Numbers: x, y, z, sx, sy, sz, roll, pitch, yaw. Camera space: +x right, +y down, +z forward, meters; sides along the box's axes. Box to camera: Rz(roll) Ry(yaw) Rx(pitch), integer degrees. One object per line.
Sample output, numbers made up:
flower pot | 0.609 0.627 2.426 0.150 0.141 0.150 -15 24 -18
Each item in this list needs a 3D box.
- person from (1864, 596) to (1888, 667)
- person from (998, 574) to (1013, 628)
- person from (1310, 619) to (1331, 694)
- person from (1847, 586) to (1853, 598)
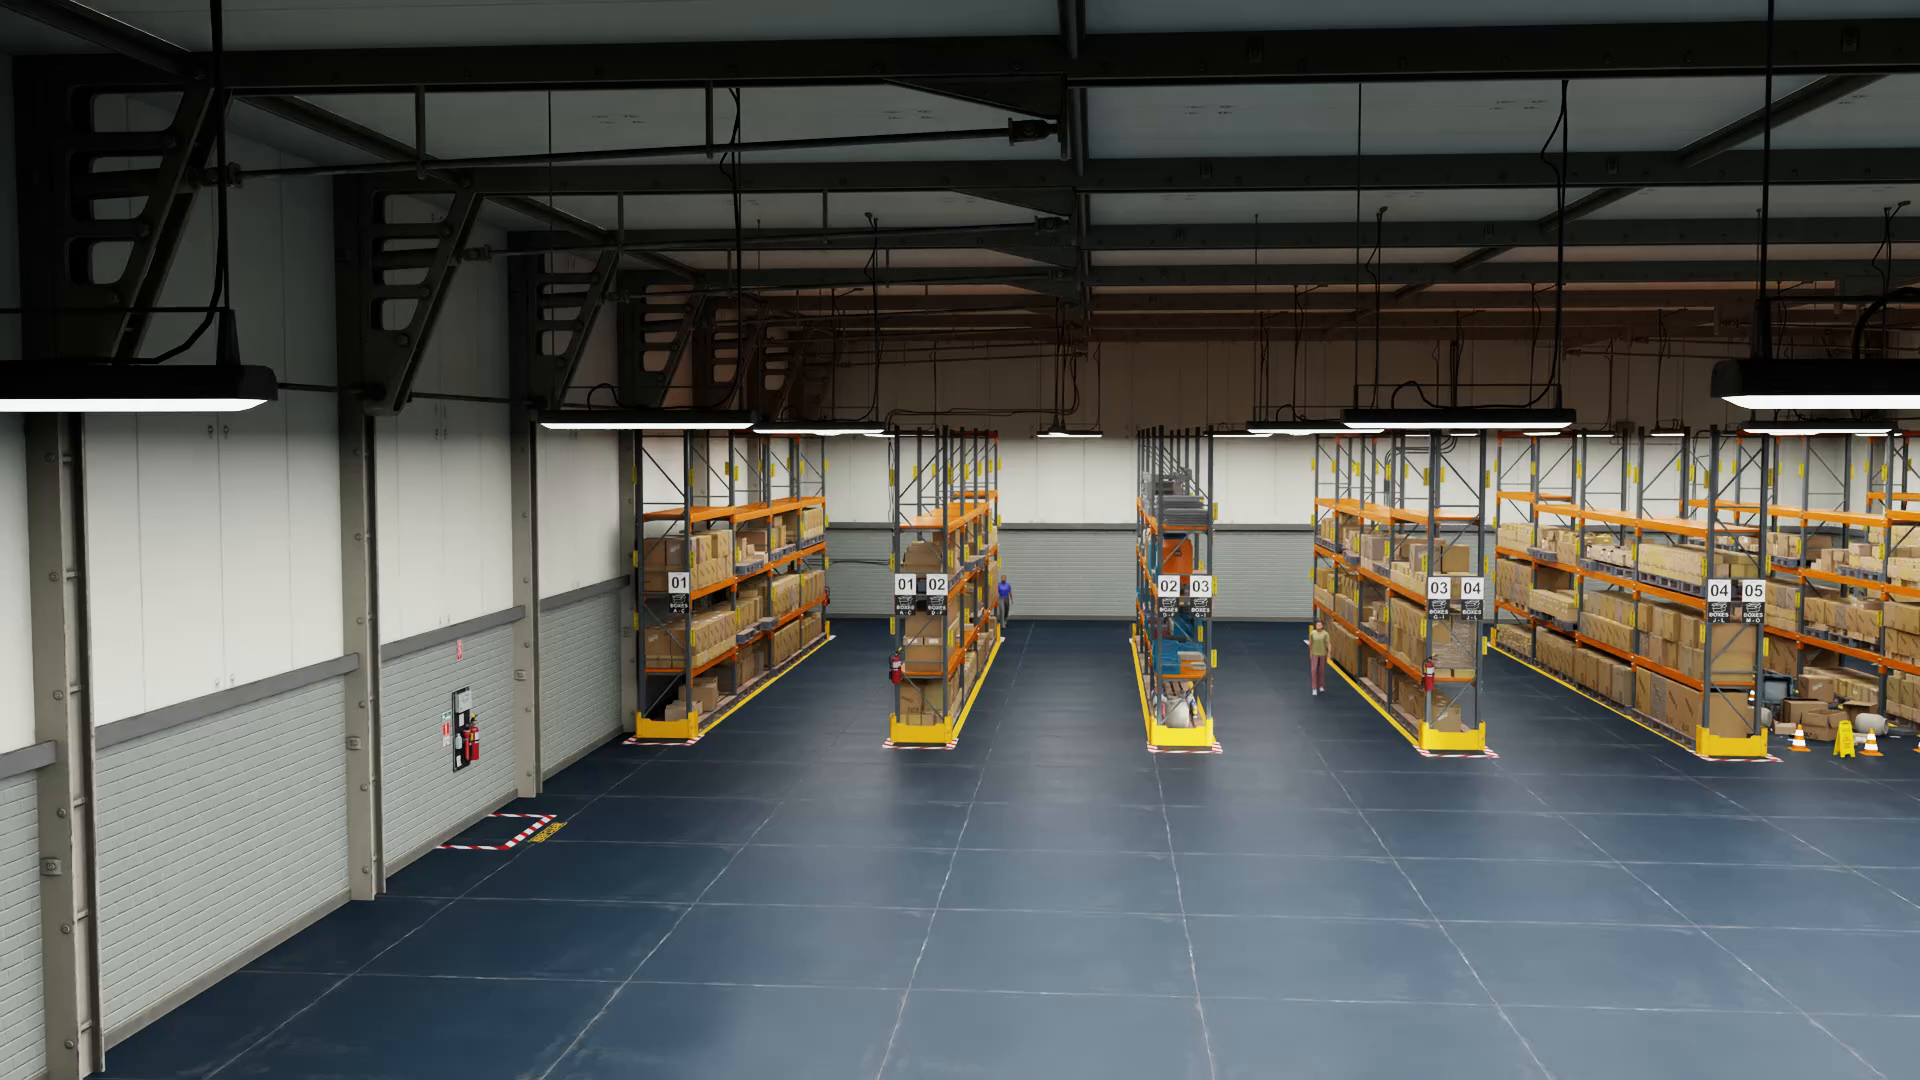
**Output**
person | 23.228 2.334 41.894 0.561 1.811 0.630 -1 4 -18
person | 1.352 1.850 50.648 0.457 1.617 0.847 -1 4 -12
person | 8.142 2.628 37.657 0.497 1.679 0.655 2 4 24
person | 24.894 2.076 46.644 0.787 1.655 0.489 0 3 2
